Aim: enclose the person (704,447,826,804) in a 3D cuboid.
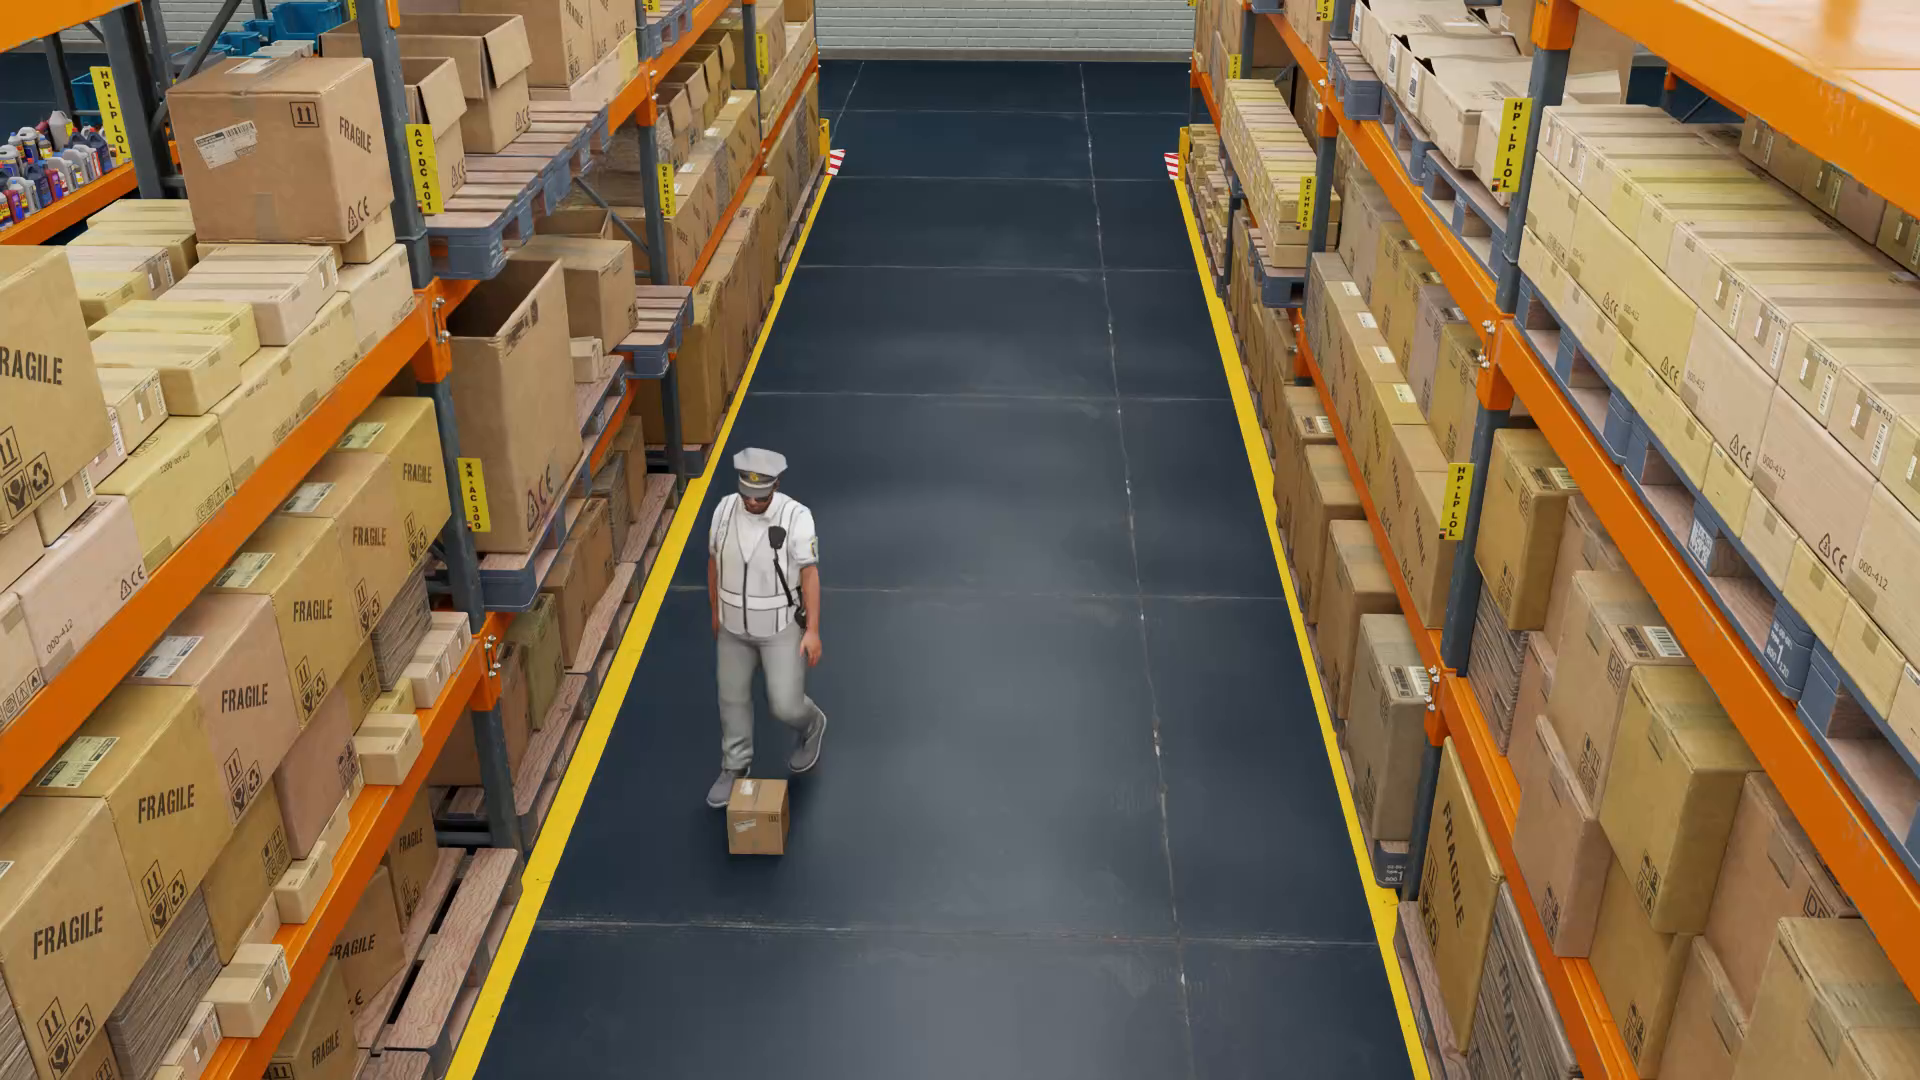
[{"bbox_3d":[-0.945,0.415,7.825,0.613,1.747,0.538,7,29,14],"label":"person"}]
